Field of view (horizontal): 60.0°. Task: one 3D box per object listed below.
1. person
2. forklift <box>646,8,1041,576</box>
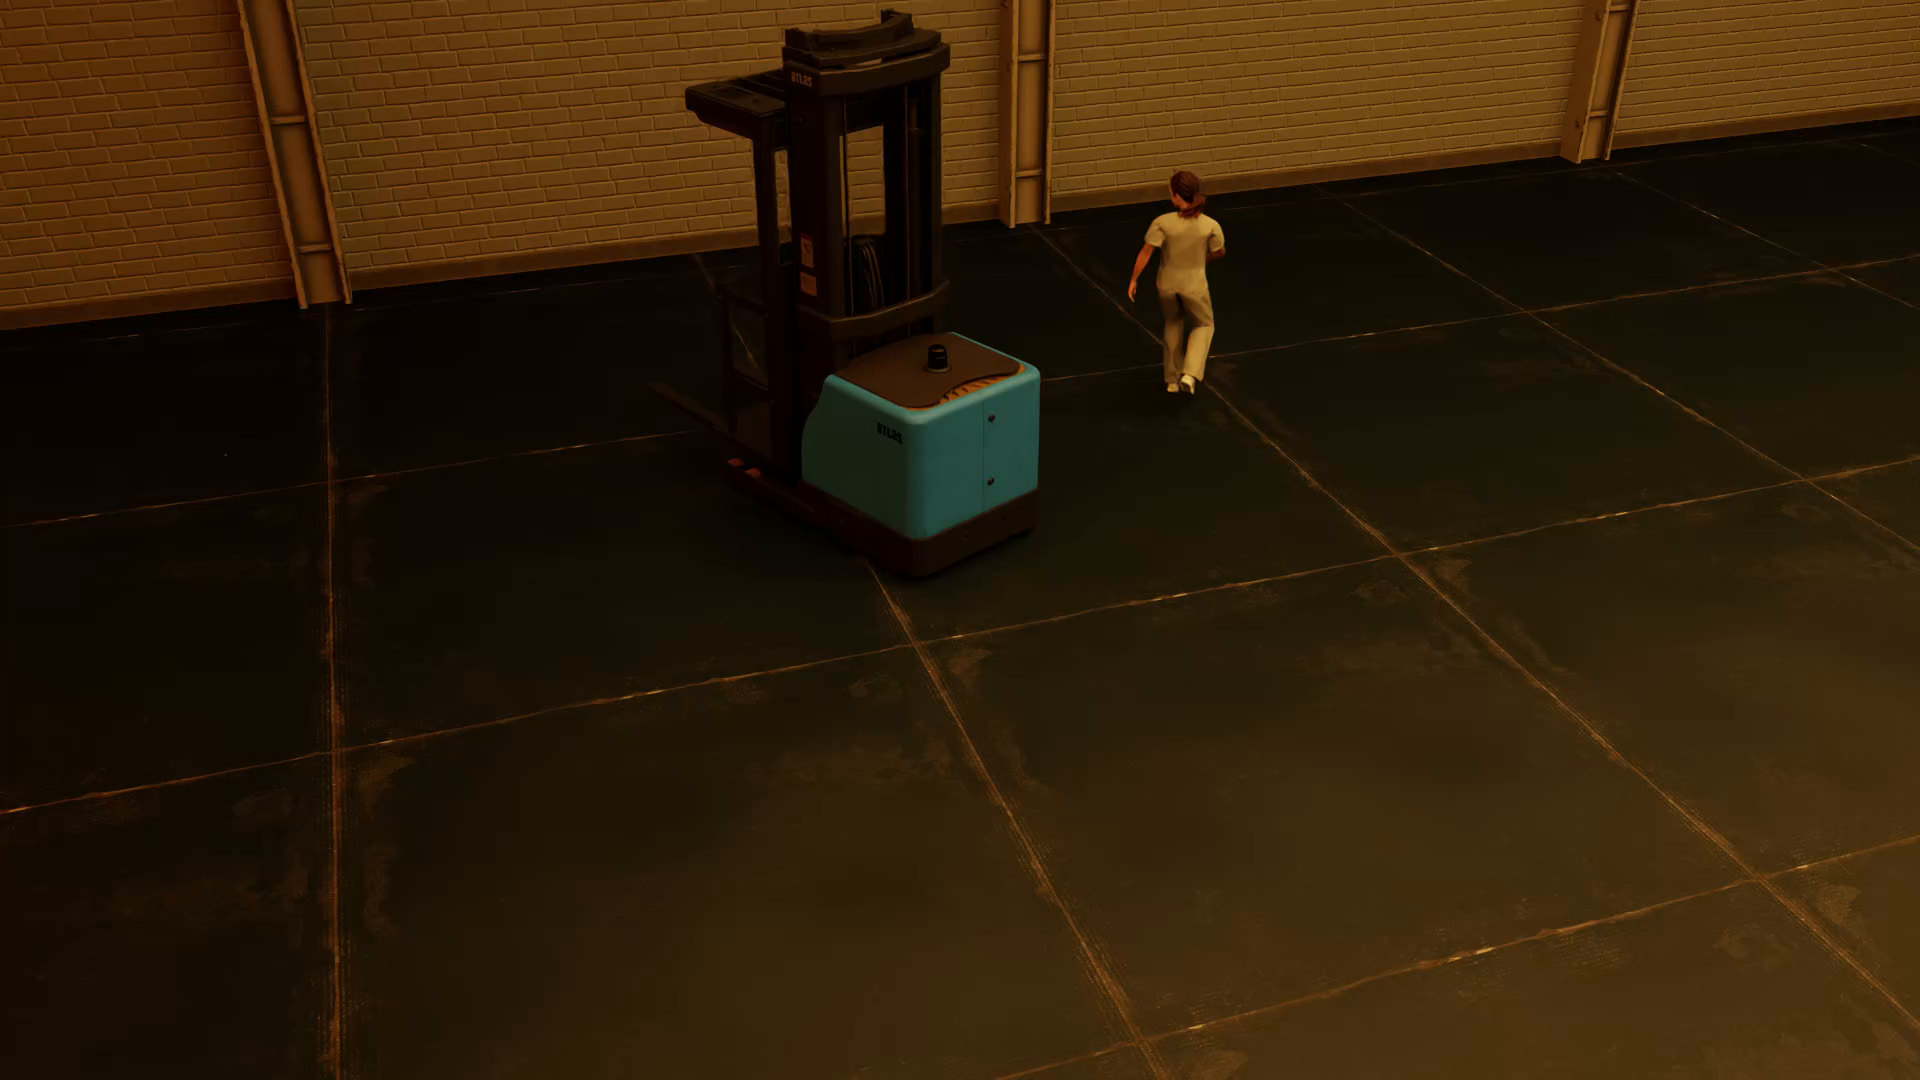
[{"bbox_3d":[1.495,-1.758,11.458,0.616,1.630,0.557,10,32,17],"label":"person"},{"bbox_3d":[-0.887,-1.709,10.057,1.130,2.935,3.031,-25,38,-36],"label":"forklift"}]
